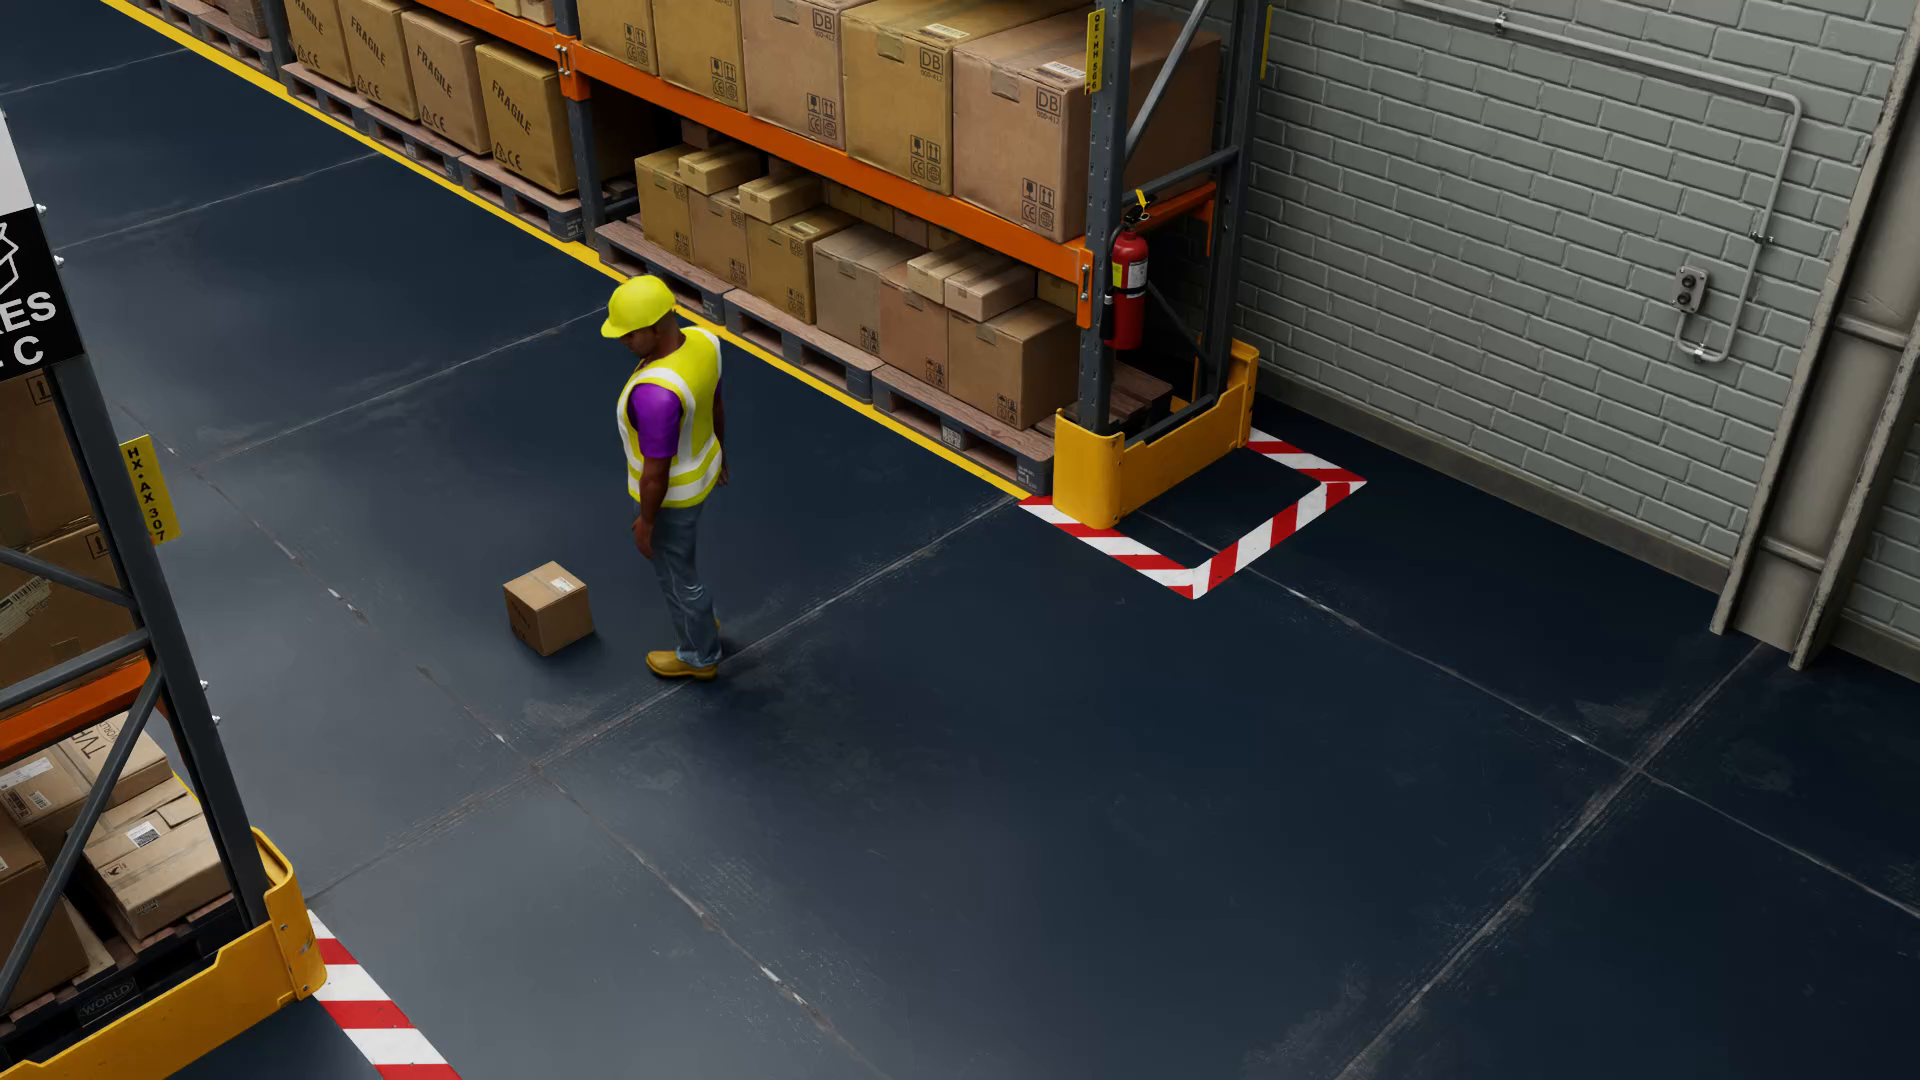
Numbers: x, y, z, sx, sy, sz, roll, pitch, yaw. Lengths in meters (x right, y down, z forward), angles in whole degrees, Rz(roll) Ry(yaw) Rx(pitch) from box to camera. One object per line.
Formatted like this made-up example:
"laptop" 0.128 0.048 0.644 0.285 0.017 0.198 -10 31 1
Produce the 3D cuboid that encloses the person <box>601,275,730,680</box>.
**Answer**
"person" -1.134 -0.198 6.411 0.438 1.820 0.610 7 36 10
